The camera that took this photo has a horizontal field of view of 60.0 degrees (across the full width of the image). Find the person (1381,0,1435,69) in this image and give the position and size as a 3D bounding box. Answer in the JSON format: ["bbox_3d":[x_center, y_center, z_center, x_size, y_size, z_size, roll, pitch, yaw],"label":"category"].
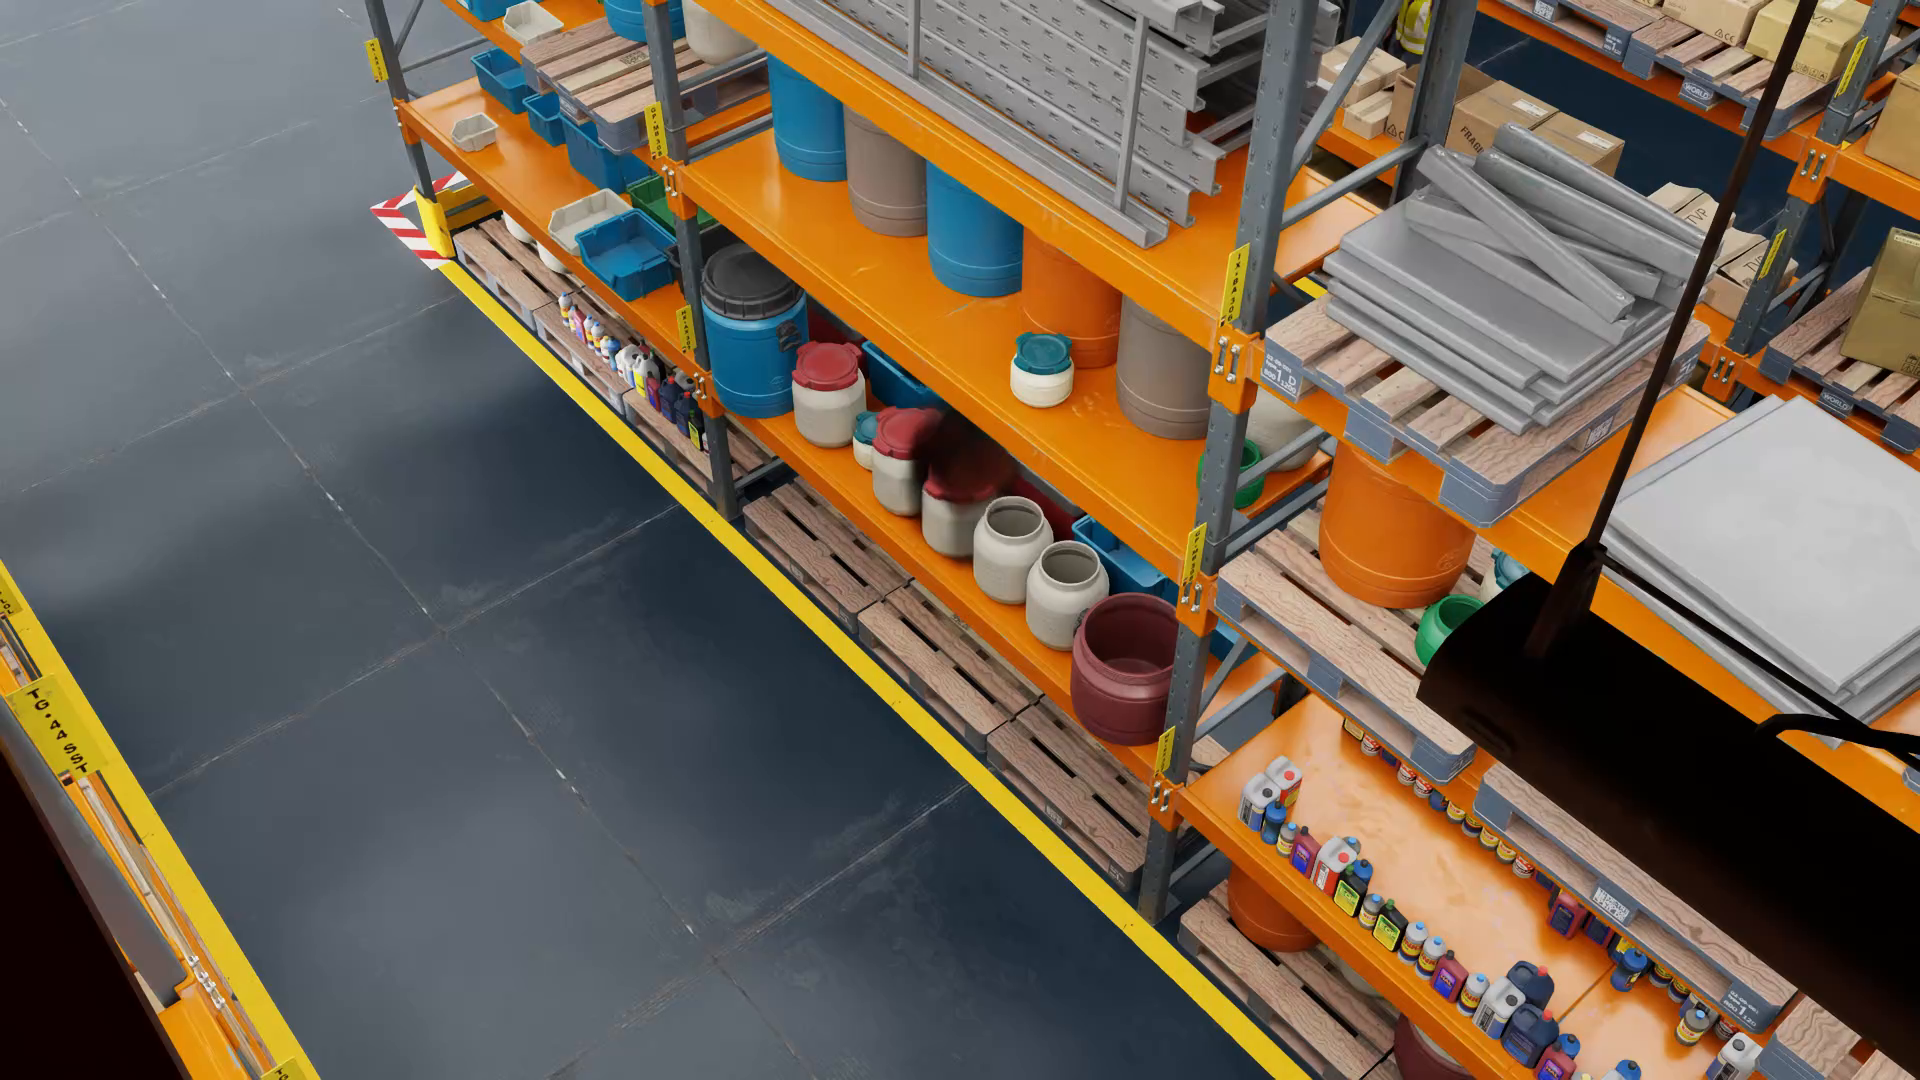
[{"bbox_3d":[3.752,-4.068,13.651,0.602,1.767,0.611,-8,47,-8],"label":"person"}]
